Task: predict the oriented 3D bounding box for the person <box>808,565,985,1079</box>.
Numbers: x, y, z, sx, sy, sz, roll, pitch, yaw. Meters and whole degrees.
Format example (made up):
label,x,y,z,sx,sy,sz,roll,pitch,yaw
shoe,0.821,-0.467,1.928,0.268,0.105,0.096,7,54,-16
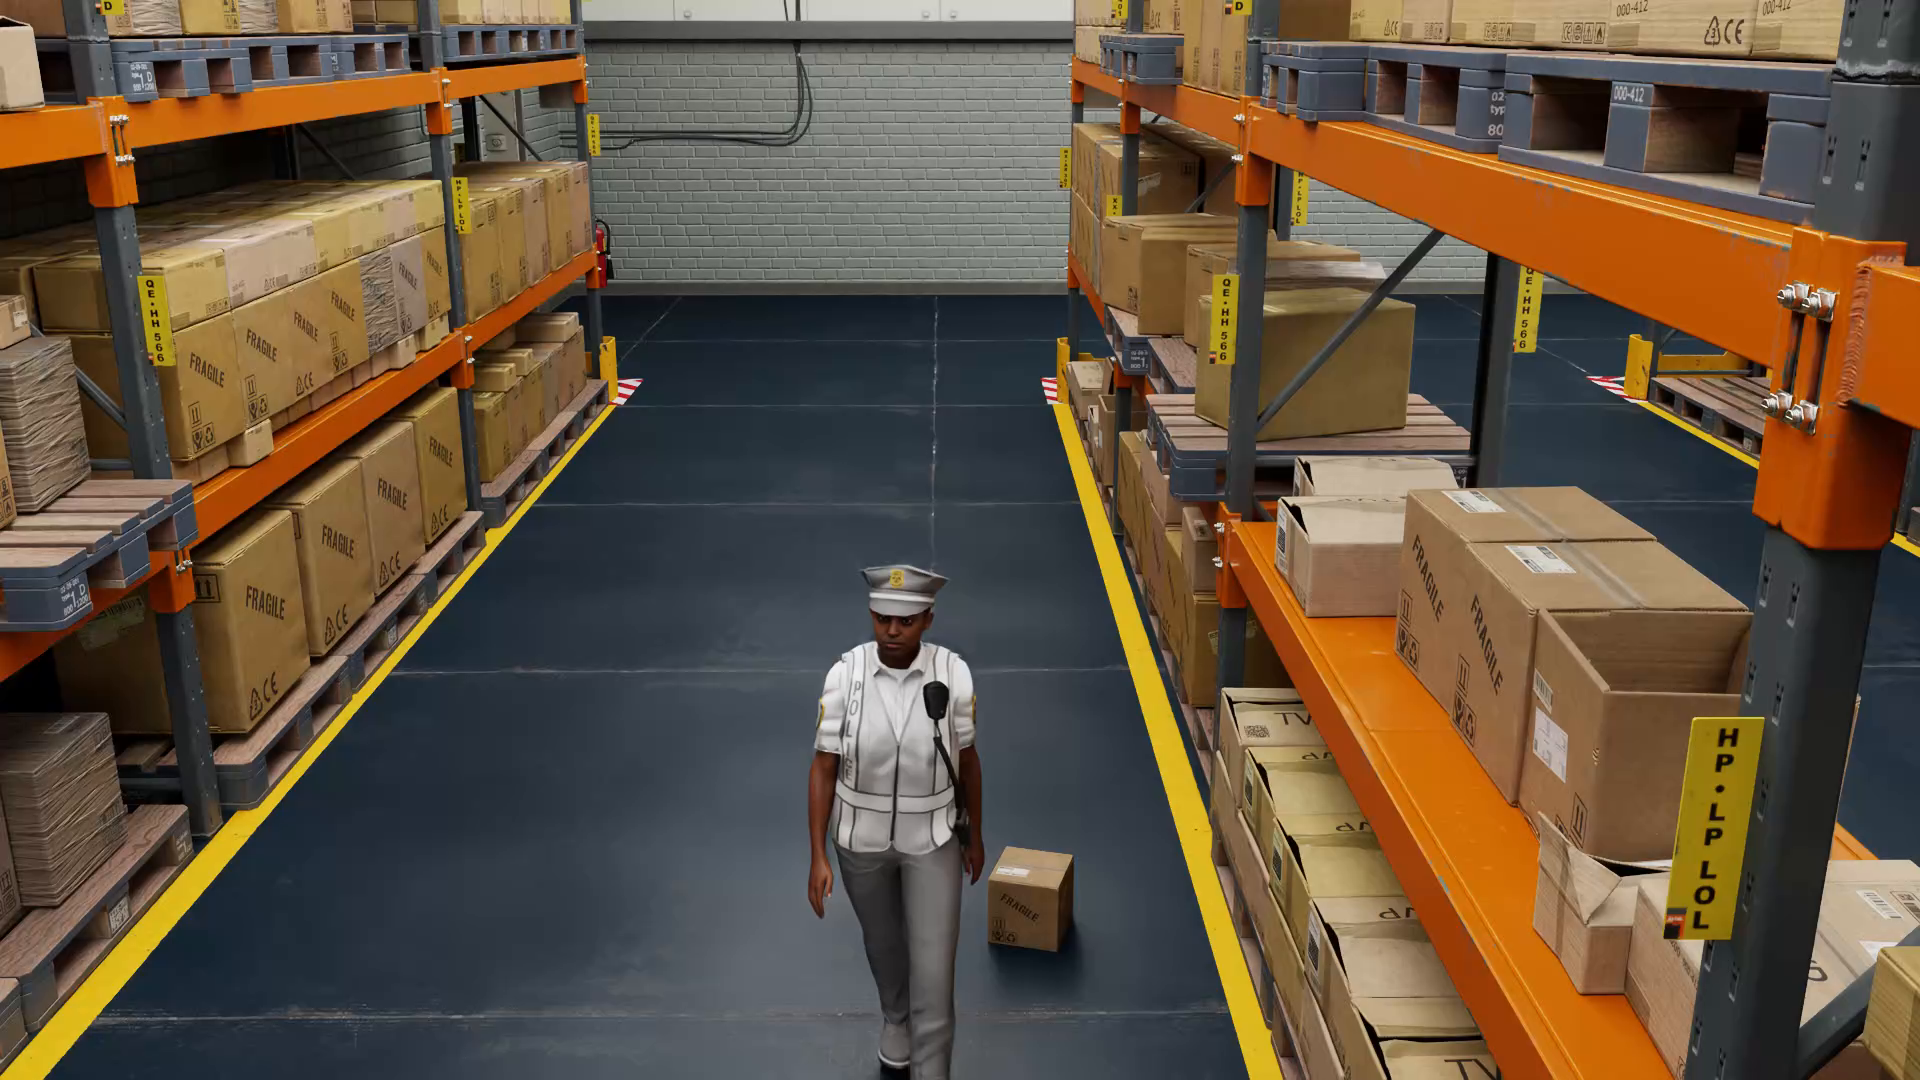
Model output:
label,x,y,z,sx,sy,sz,roll,pitch,yaw
person,-0.182,0.877,4.656,0.484,1.676,0.860,1,17,4
